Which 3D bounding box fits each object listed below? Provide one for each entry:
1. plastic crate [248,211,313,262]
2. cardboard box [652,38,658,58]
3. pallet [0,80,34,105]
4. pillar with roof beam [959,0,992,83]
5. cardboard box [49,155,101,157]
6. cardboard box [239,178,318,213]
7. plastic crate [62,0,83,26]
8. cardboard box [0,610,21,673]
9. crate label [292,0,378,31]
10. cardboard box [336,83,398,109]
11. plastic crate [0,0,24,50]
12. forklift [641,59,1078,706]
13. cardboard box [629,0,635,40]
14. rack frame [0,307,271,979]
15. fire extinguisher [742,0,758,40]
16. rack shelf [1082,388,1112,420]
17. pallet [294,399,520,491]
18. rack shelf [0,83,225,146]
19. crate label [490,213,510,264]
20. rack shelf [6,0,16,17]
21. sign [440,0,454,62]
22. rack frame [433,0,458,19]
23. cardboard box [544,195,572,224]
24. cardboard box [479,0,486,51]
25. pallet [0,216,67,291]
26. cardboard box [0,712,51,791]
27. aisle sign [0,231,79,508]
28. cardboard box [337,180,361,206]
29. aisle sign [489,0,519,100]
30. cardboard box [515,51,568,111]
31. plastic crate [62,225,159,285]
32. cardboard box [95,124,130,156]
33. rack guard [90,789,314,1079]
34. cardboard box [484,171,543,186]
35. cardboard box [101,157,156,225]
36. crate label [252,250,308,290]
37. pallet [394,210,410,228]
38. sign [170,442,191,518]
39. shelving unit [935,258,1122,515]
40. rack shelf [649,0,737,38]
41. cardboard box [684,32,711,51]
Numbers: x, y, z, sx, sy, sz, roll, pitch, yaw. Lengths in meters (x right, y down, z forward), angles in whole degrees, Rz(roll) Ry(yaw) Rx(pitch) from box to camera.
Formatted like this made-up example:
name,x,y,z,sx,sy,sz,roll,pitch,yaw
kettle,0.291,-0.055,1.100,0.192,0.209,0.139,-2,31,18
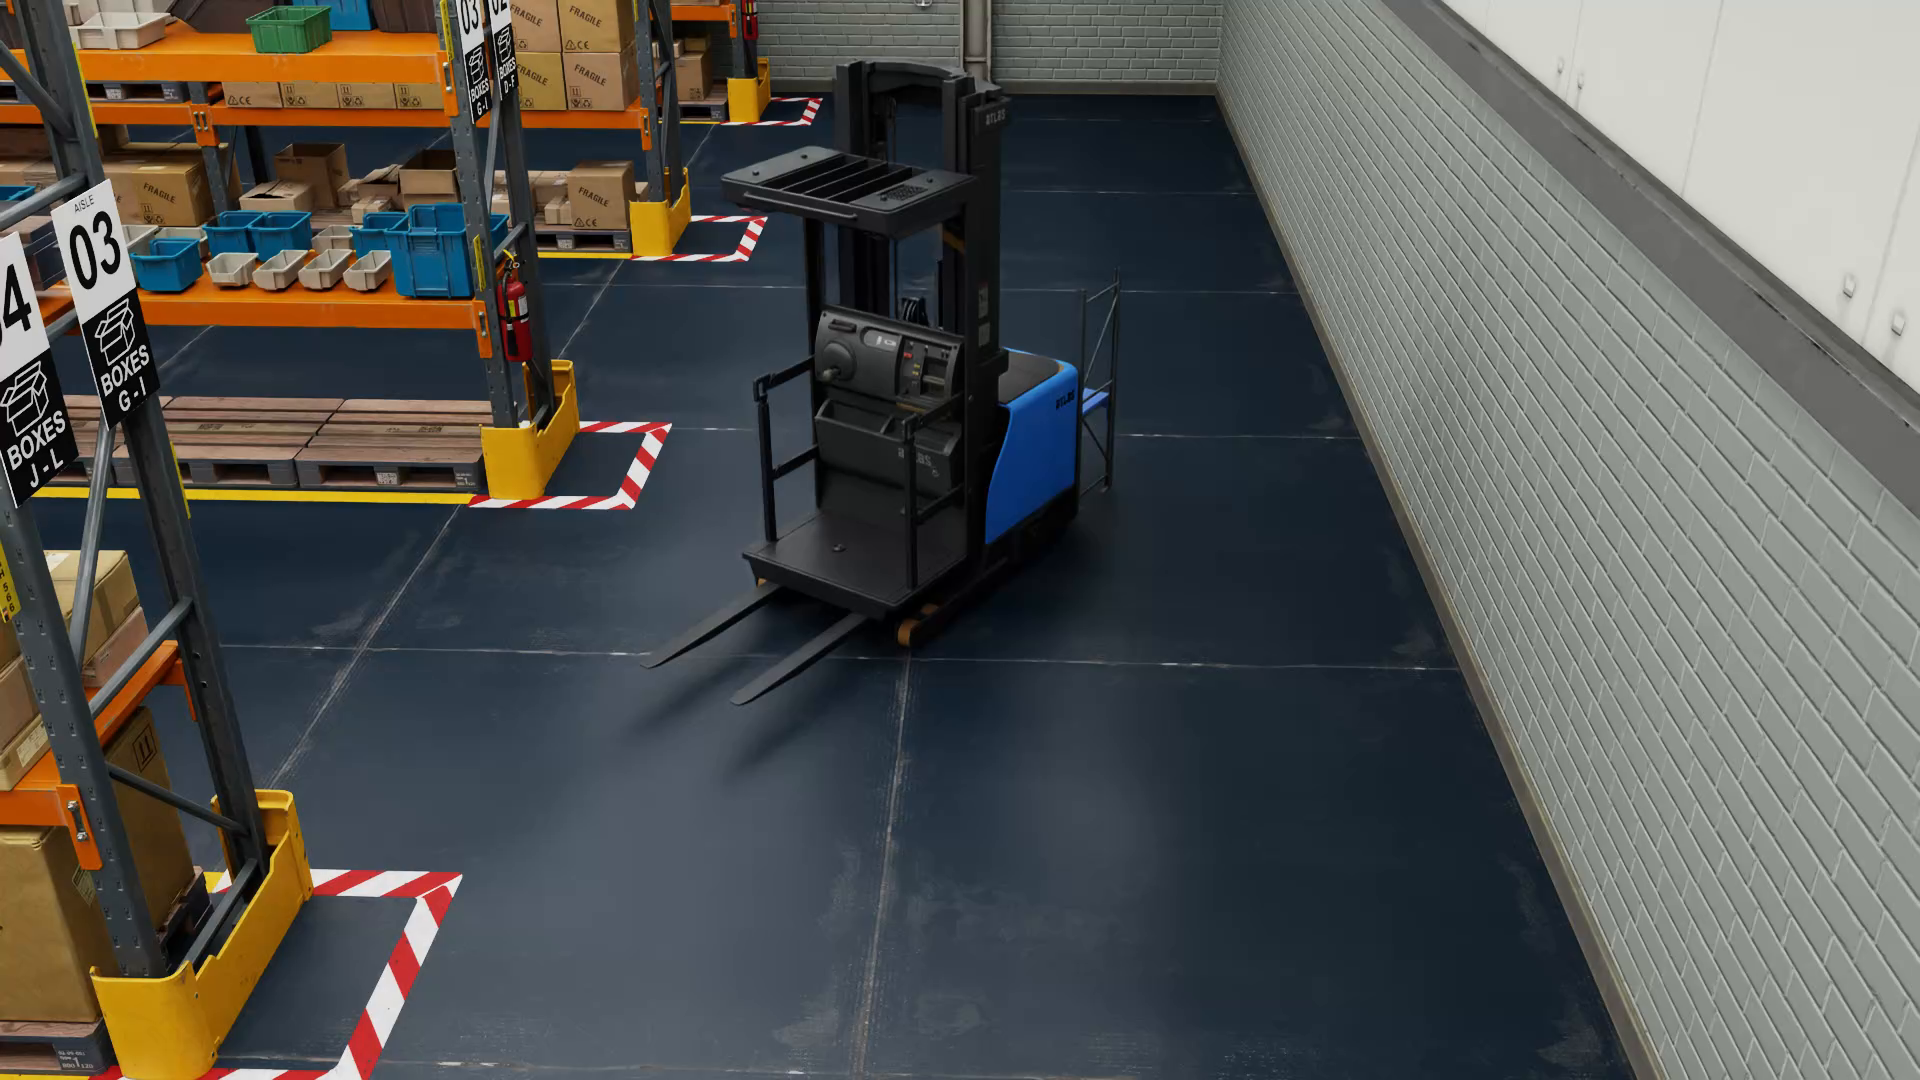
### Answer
name,x,y,z,sx,sy,sz,roll,pitch,yaw
plastic crate,-4.440,-1.986,10.908,0.300,0.233,0.416,1,28,2
cardboard box,-3.632,-5.744,19.410,0.250,0.149,0.380,2,28,3
pallet,-8.762,-4.189,15.155,1.213,0.211,1.003,1,28,2
pillar with roof beam,0.038,-7.486,14.765,0.400,9.000,9.100,1,28,2
cardboard box,-8.215,-3.465,15.784,0.500,0.500,0.500,1,28,2
cardboard box,-6.296,-3.136,15.364,0.500,0.311,0.500,1,28,2
plastic crate,-5.602,-3.285,10.324,0.466,0.136,0.293,1,28,2
cardboard box,-3.560,0.184,5.743,0.500,0.500,0.500,1,28,2
crate label,-3.799,-3.279,10.190,0.502,0.251,0.408,1,28,2
cardboard box,-5.196,-4.130,14.731,0.500,0.500,0.500,1,28,2
plastic crate,-5.655,-3.038,9.715,0.590,0.269,0.497,1,28,2
forklift,-0.521,-0.953,8.918,1.130,2.935,3.031,18,33,30
cardboard box,-3.144,-4.788,14.906,0.500,0.500,0.500,2,28,3
rack frame,-3.064,0.465,6.170,0.127,3.000,1.000,1,28,2
fire extinguisher,-2.405,-6.073,18.985,0.183,0.674,0.296,1,28,2
rack shelf,0.419,-0.884,10.701,1.000,0.185,0.538,16,32,28
pallet,-3.712,-0.653,11.257,1.213,0.211,1.003,1,28,2
rack shelf,-8.707,-3.953,15.273,4.000,0.370,1.077,1,28,2
crate label,-3.124,-1.964,10.867,0.303,0.233,0.416,1,28,2
rack shelf,-5.062,-1.724,5.090,4.000,0.370,1.077,1,28,2
sign,-2.892,-2.875,9.379,0.005,0.325,0.100,1,28,2
rack frame,-2.889,-4.504,9.138,0.127,3.000,1.000,1,28,2
cardboard box,-3.664,-3.057,15.369,0.250,0.166,0.380,1,28,2
cardboard box,-4.188,-4.551,14.458,0.500,0.500,0.500,2,28,3
pallet,-3.805,-0.828,5.502,1.213,0.211,1.003,1,28,2
cardboard box,-3.431,0.724,5.949,0.250,0.149,0.380,1,28,3
aisle sign,-3.002,-0.542,5.294,0.004,0.787,0.394,1,28,2
cardboard box,-5.751,-3.318,15.881,0.250,0.149,0.380,1,28,2
aisle sign,-2.806,-3.140,10.195,0.004,0.787,0.394,1,28,2
cardboard box,-3.686,-4.103,14.680,0.500,0.500,0.500,1,28,2
plastic crate,-5.367,-1.782,10.472,0.530,0.282,0.437,1,28,2
cardboard box,-8.182,-3.798,15.610,0.500,0.250,0.500,1,28,2
rack guard,-3.040,1.570,6.755,0.348,0.500,1.175,1,28,2
cardboard box,-4.243,-3.310,15.757,0.500,0.250,0.500,1,28,2
cardboard box,-7.705,-3.214,15.309,0.500,0.500,0.500,1,28,2
crate label,-4.278,-1.697,10.466,0.243,0.136,0.396,1,28,2
pallet,-4.799,-2.975,15.637,1.213,0.211,1.003,1,28,2
sign,-3.038,-0.212,6.439,0.005,0.325,0.100,1,28,2
shelving unit,0.419,-1.043,10.616,1.048,1.500,0.538,16,32,28
rack shelf,-4.538,-6.206,19.522,4.000,0.370,1.077,1,28,2
cardboard box,-3.110,-5.915,19.733,0.250,0.149,0.380,1,28,2
